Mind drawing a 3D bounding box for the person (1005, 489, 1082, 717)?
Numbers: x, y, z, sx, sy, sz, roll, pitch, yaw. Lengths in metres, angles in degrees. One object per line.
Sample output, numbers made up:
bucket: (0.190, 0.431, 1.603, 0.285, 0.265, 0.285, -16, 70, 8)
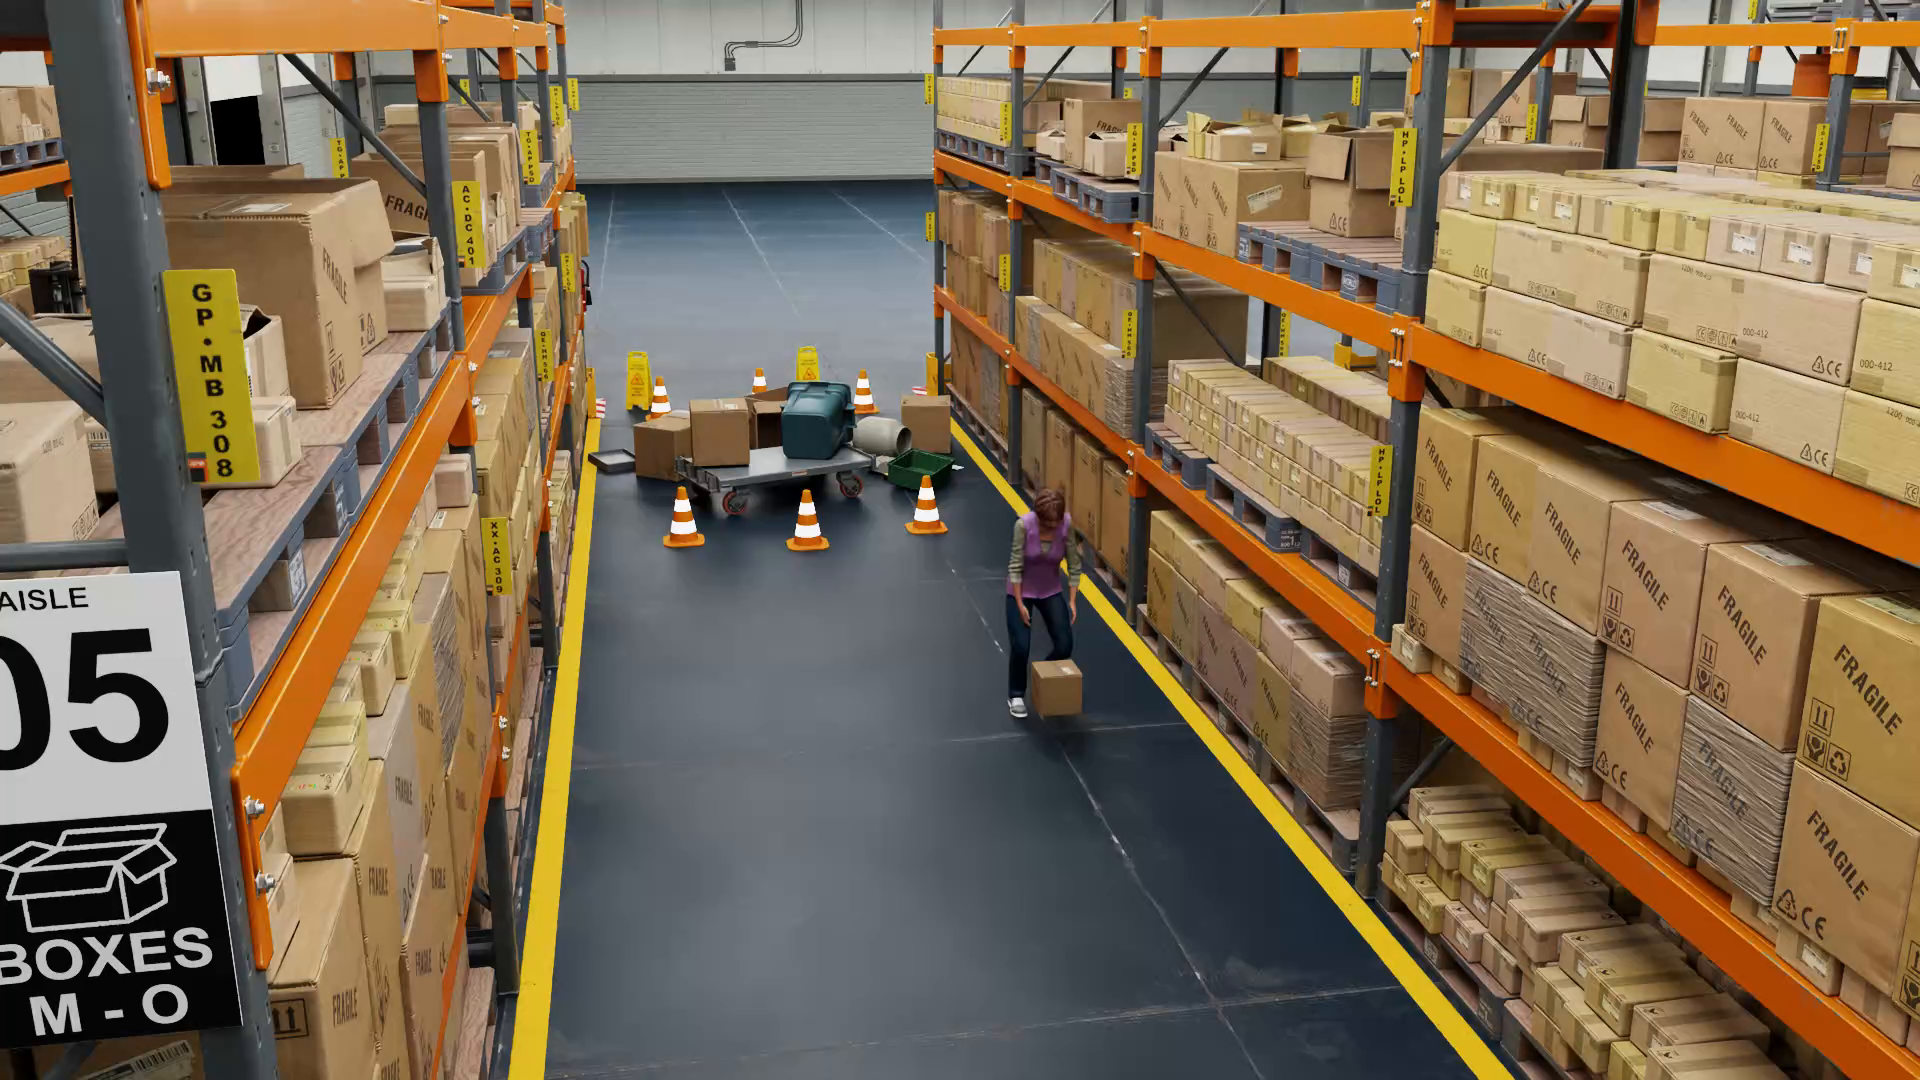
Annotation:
person: (0.503, 0.361, 10.101, 0.451, 1.464, 0.518, -3, 17, -10)
